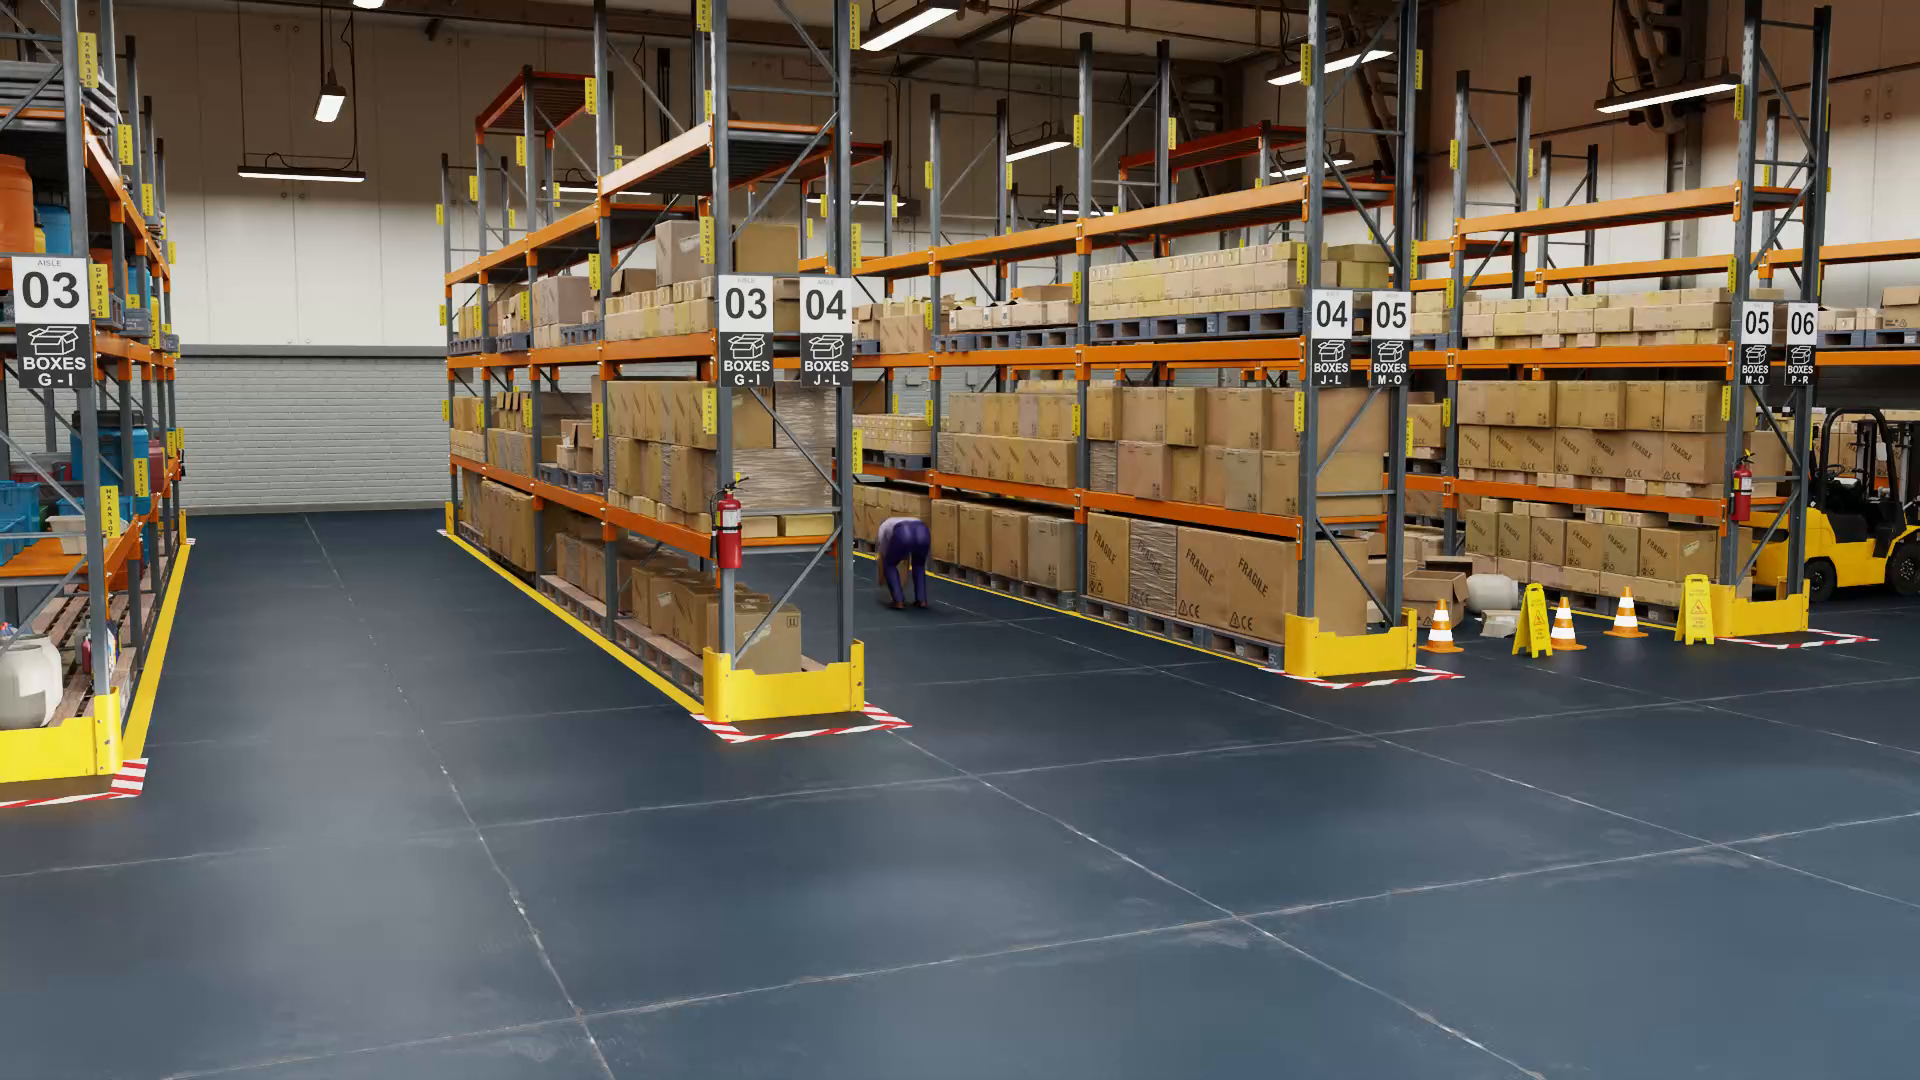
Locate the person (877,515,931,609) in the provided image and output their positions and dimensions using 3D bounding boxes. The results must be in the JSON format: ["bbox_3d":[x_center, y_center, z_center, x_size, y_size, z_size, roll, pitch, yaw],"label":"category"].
[{"bbox_3d":[-0.652,0.230,18.157,0.486,0.989,0.911,-3,6,-26],"label":"person"}]
